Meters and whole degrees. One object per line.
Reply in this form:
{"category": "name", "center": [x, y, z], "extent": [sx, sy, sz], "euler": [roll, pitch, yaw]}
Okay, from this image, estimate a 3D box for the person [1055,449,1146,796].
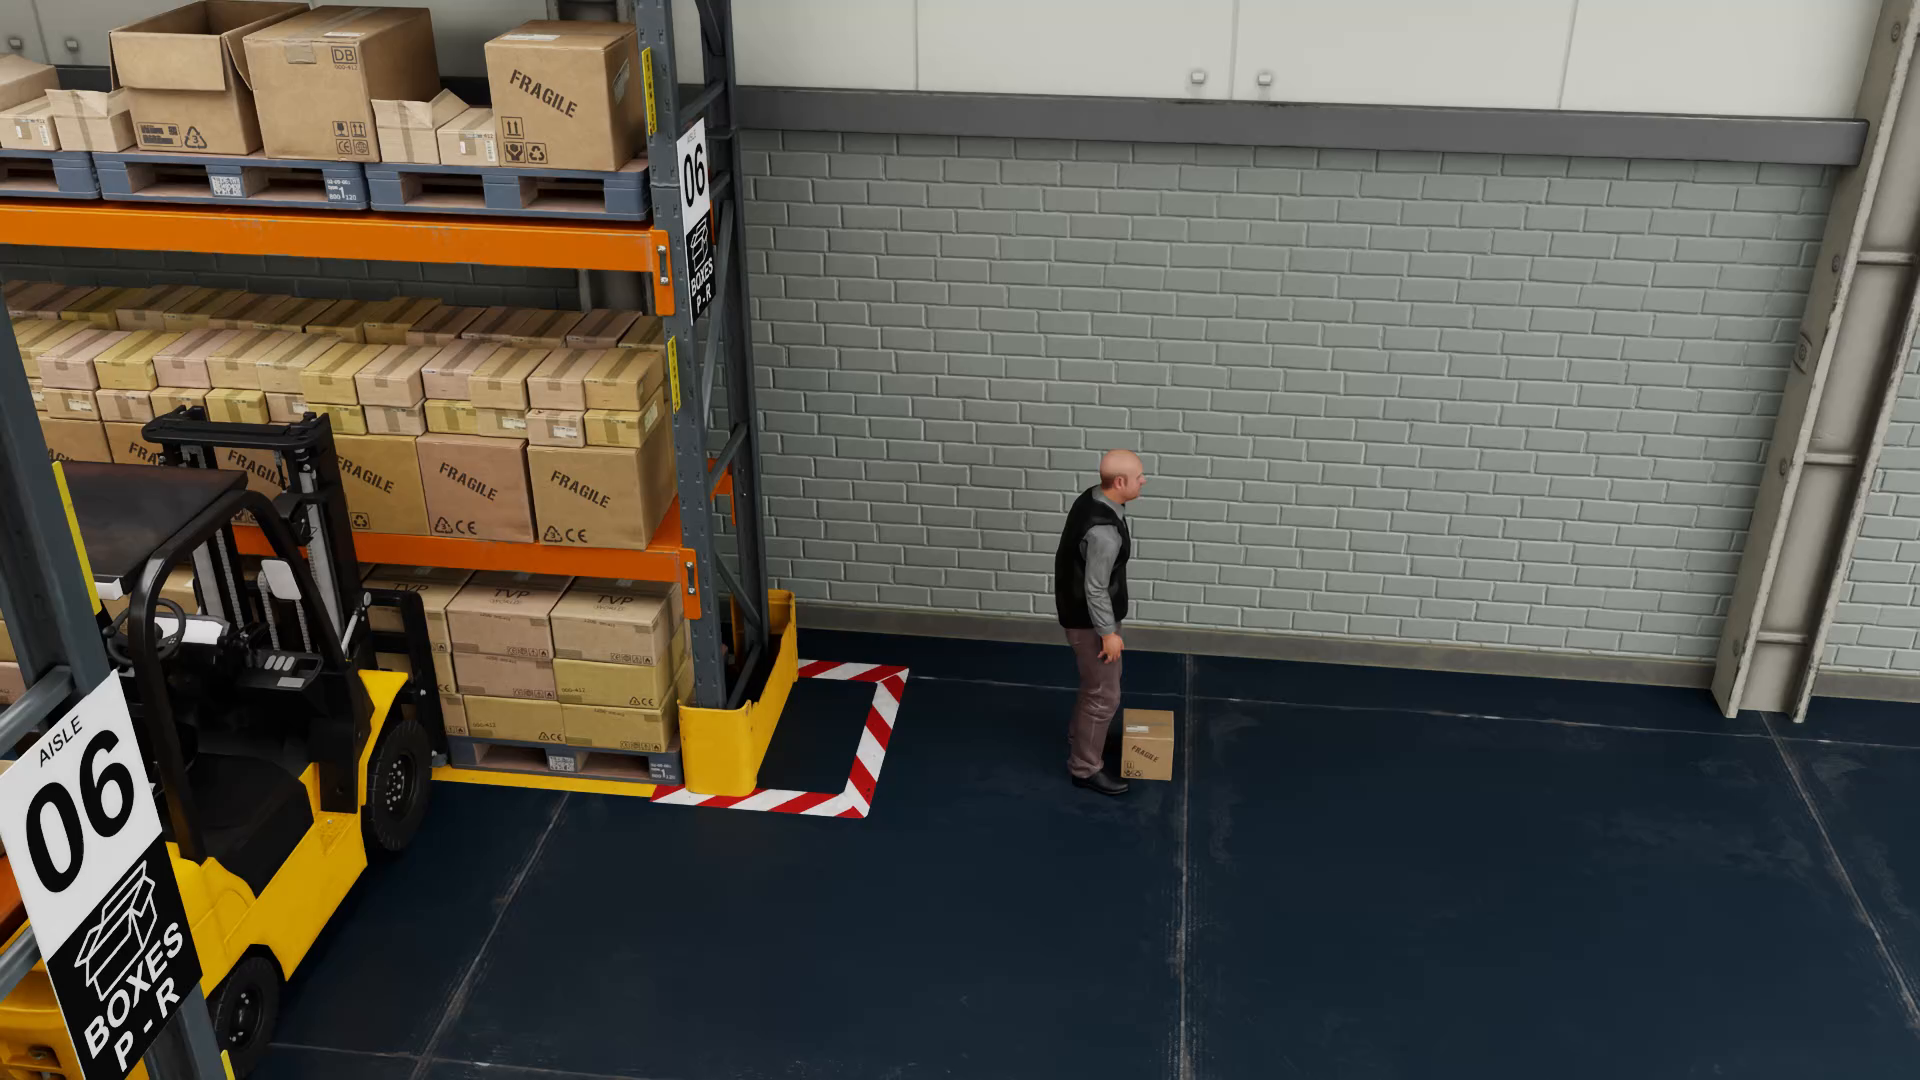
{"category": "person", "center": [0.654, 0.401, 8.009], "extent": [0.410, 1.619, 0.589], "euler": [2, 28, 4]}
